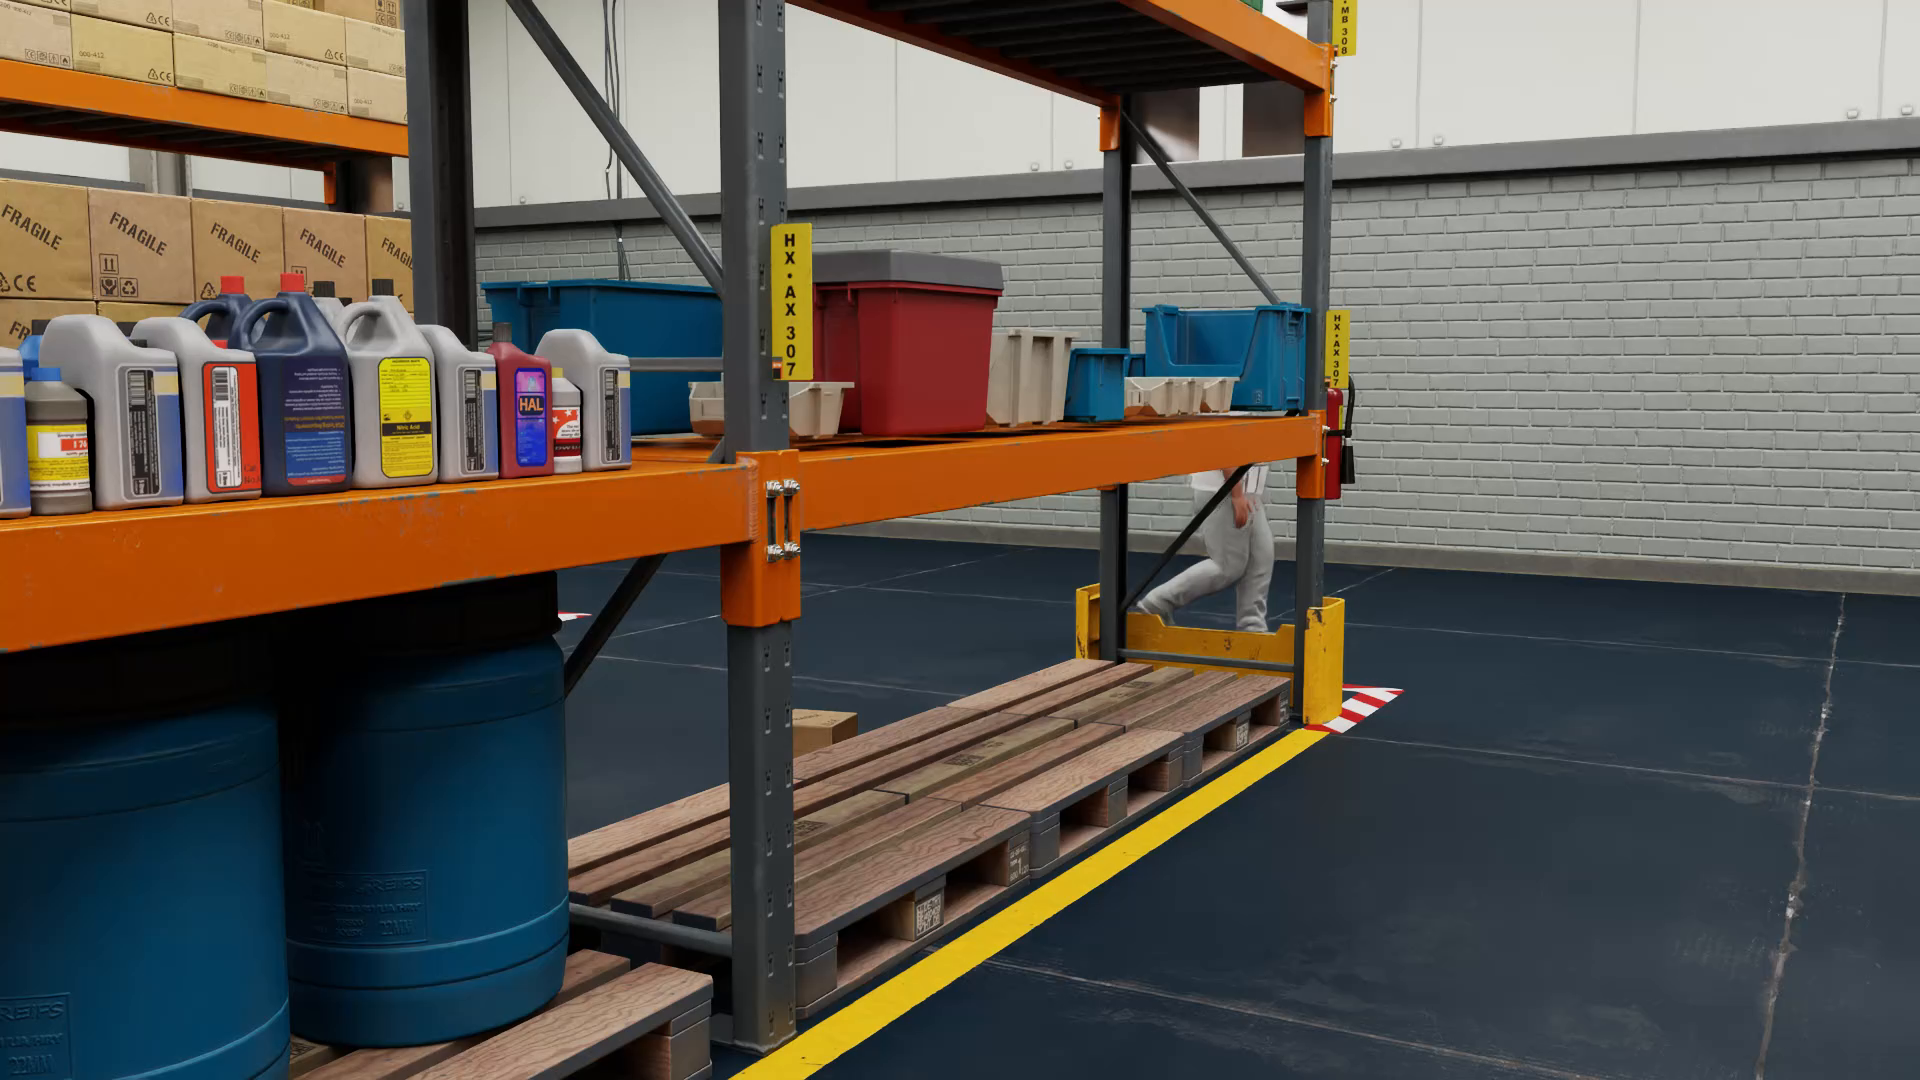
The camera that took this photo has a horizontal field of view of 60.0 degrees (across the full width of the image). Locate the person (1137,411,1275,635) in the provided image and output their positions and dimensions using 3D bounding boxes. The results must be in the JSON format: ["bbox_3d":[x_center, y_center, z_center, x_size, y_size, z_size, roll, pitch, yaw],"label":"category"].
[{"bbox_3d":[1.359,-0.269,8.657,0.821,1.720,0.594,2,6,19],"label":"person"}]
